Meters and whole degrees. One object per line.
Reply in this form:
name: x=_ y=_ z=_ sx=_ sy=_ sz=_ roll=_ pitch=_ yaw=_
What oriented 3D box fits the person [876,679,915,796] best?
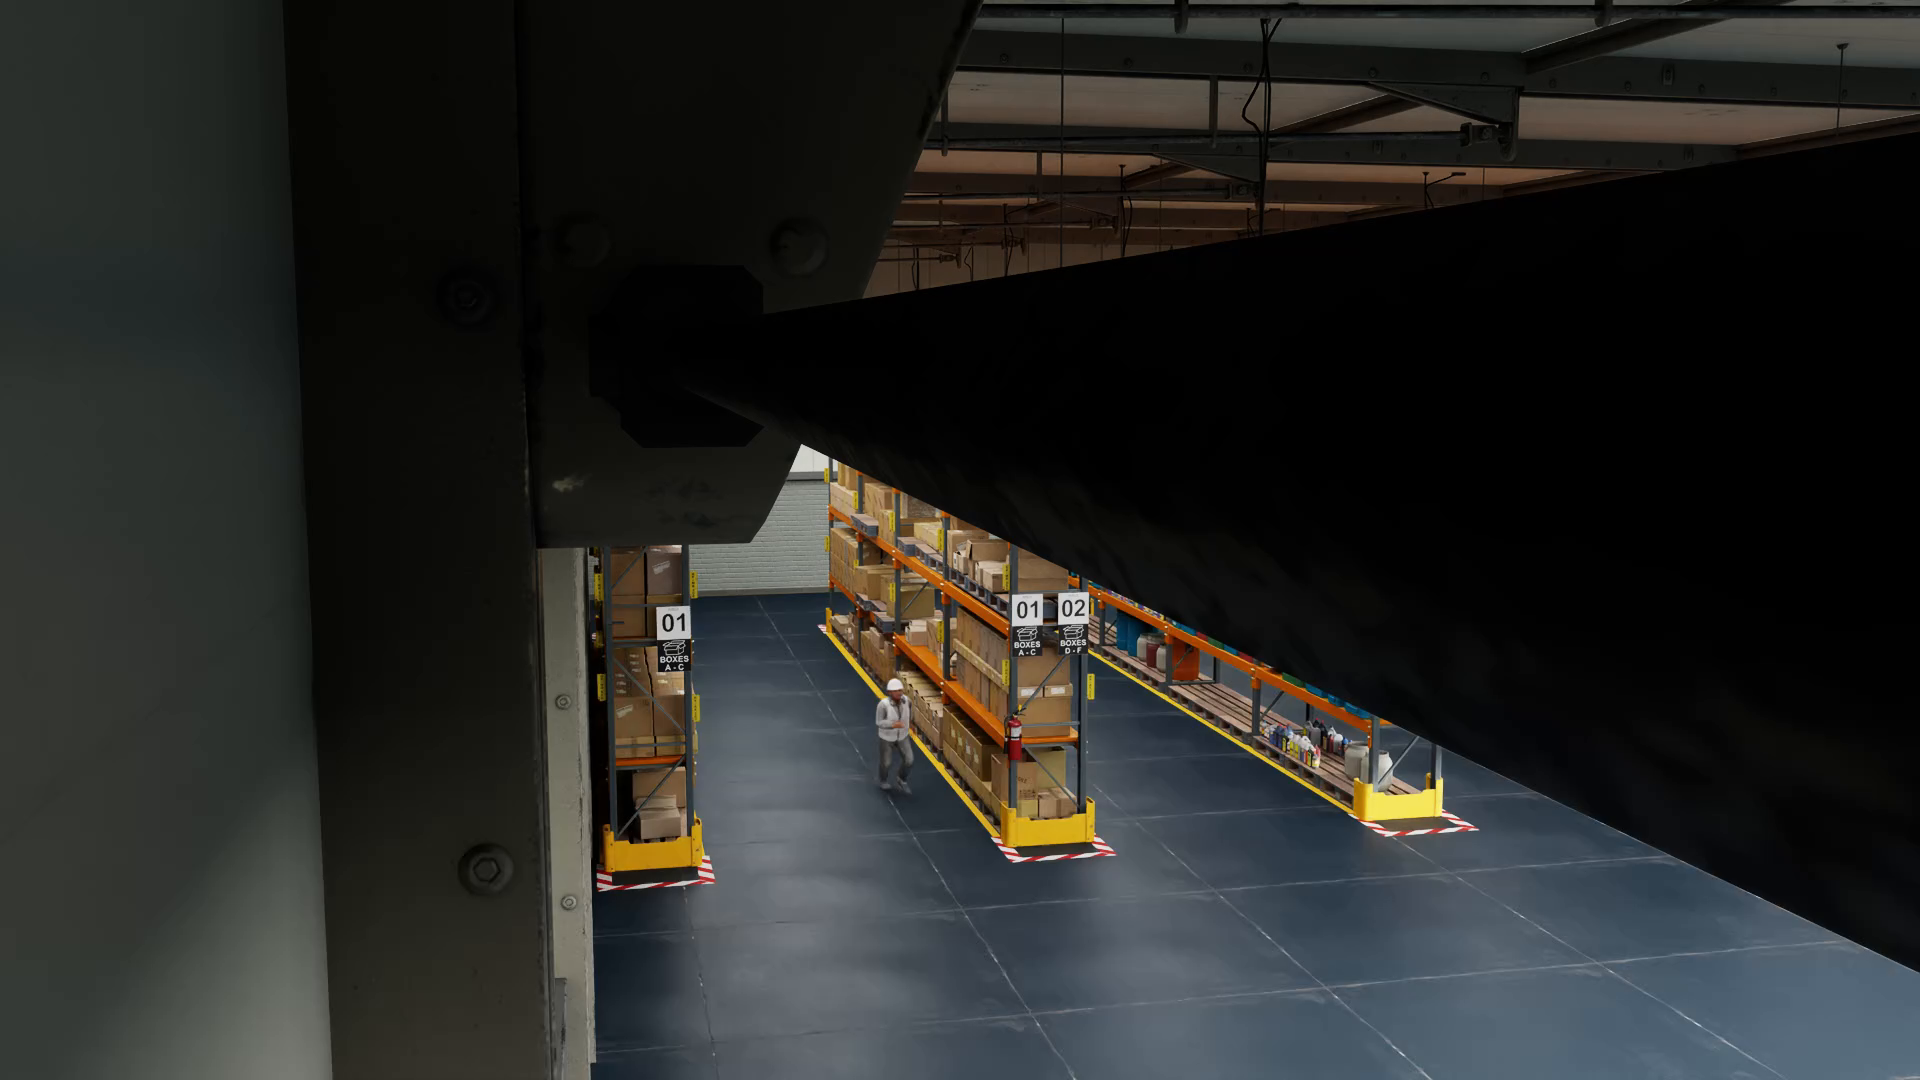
person: x=-0.908 y=2.738 z=23.211 sx=0.653 sy=1.691 sz=0.940 roll=-3 pitch=7 yaw=-22

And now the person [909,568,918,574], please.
person: x=-1.321 y=1.131 z=37.556 sx=0.699 sy=1.503 sz=0.748 roll=-5 pitch=8 yaw=-36
